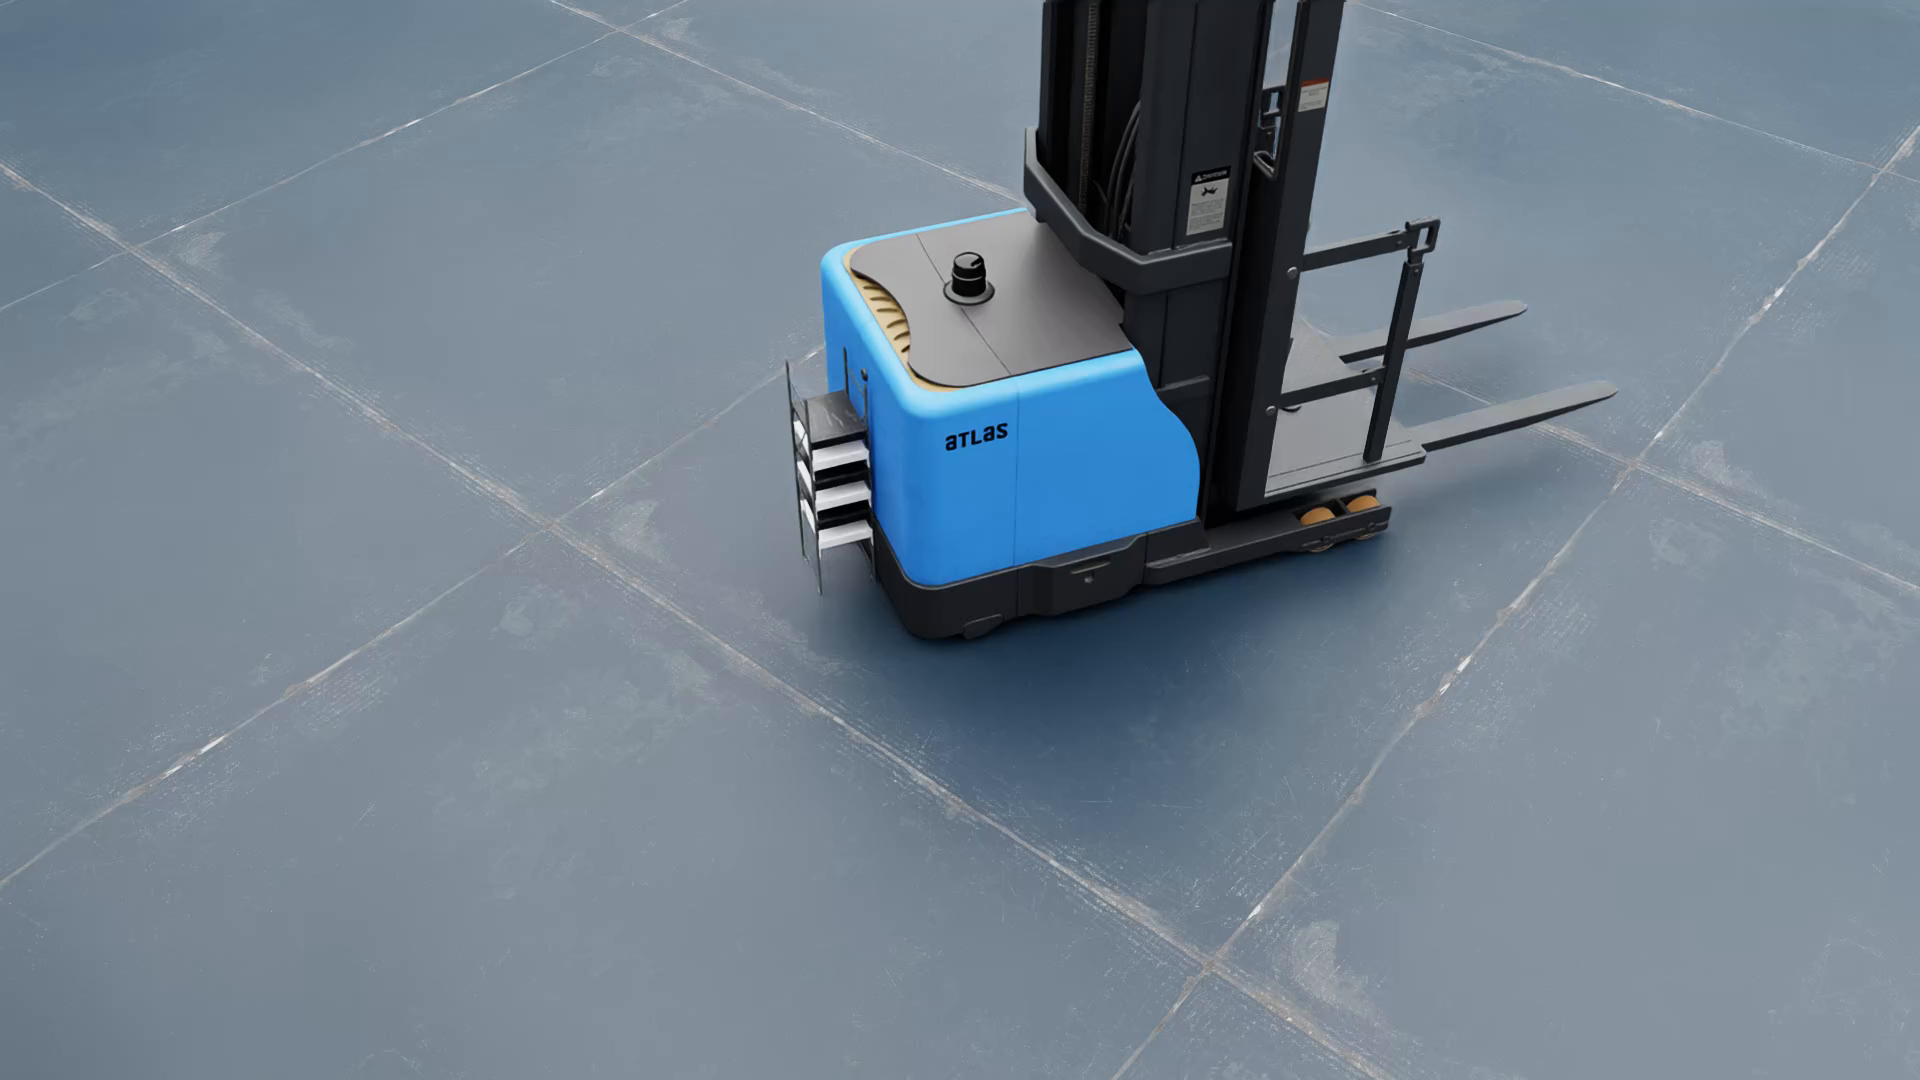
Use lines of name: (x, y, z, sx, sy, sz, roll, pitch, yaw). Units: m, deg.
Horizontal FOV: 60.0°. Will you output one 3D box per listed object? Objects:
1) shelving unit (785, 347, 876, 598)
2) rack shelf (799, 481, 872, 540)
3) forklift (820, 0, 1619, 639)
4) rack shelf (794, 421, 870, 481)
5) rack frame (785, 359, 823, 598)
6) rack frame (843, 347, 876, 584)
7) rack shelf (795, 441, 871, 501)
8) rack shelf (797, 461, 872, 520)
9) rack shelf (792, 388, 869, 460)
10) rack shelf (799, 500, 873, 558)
shelving unit: (-0.446, -0.222, 5.825, 0.210, 0.900, 0.258, -14, 44, -15)
rack shelf: (-0.446, -0.130, 5.908, 0.200, 0.077, 0.258, -14, 44, -15)
forklift: (1.072, -1.359, 5.566, 3.031, 2.935, 1.130, -14, 44, -15)
rack shelf: (-0.446, -0.330, 5.726, 0.200, 0.077, 0.258, -14, 44, -15)
rack frame: (-0.541, -0.197, 5.798, 0.006, 0.900, 0.240, -14, 44, -15)
rack frame: (-0.351, -0.246, 5.852, 0.006, 0.900, 0.240, -14, 44, -15)
rack shelf: (-0.446, -0.264, 5.787, 0.200, 0.077, 0.258, -14, 44, -15)
rack shelf: (-0.446, -0.197, 5.847, 0.200, 0.077, 0.258, -14, 44, -15)
rack shelf: (-0.446, -0.397, 5.666, 0.200, 0.077, 0.258, -14, 44, -15)
rack shelf: (-0.446, -0.064, 5.968, 0.200, 0.077, 0.258, -14, 44, -15)
